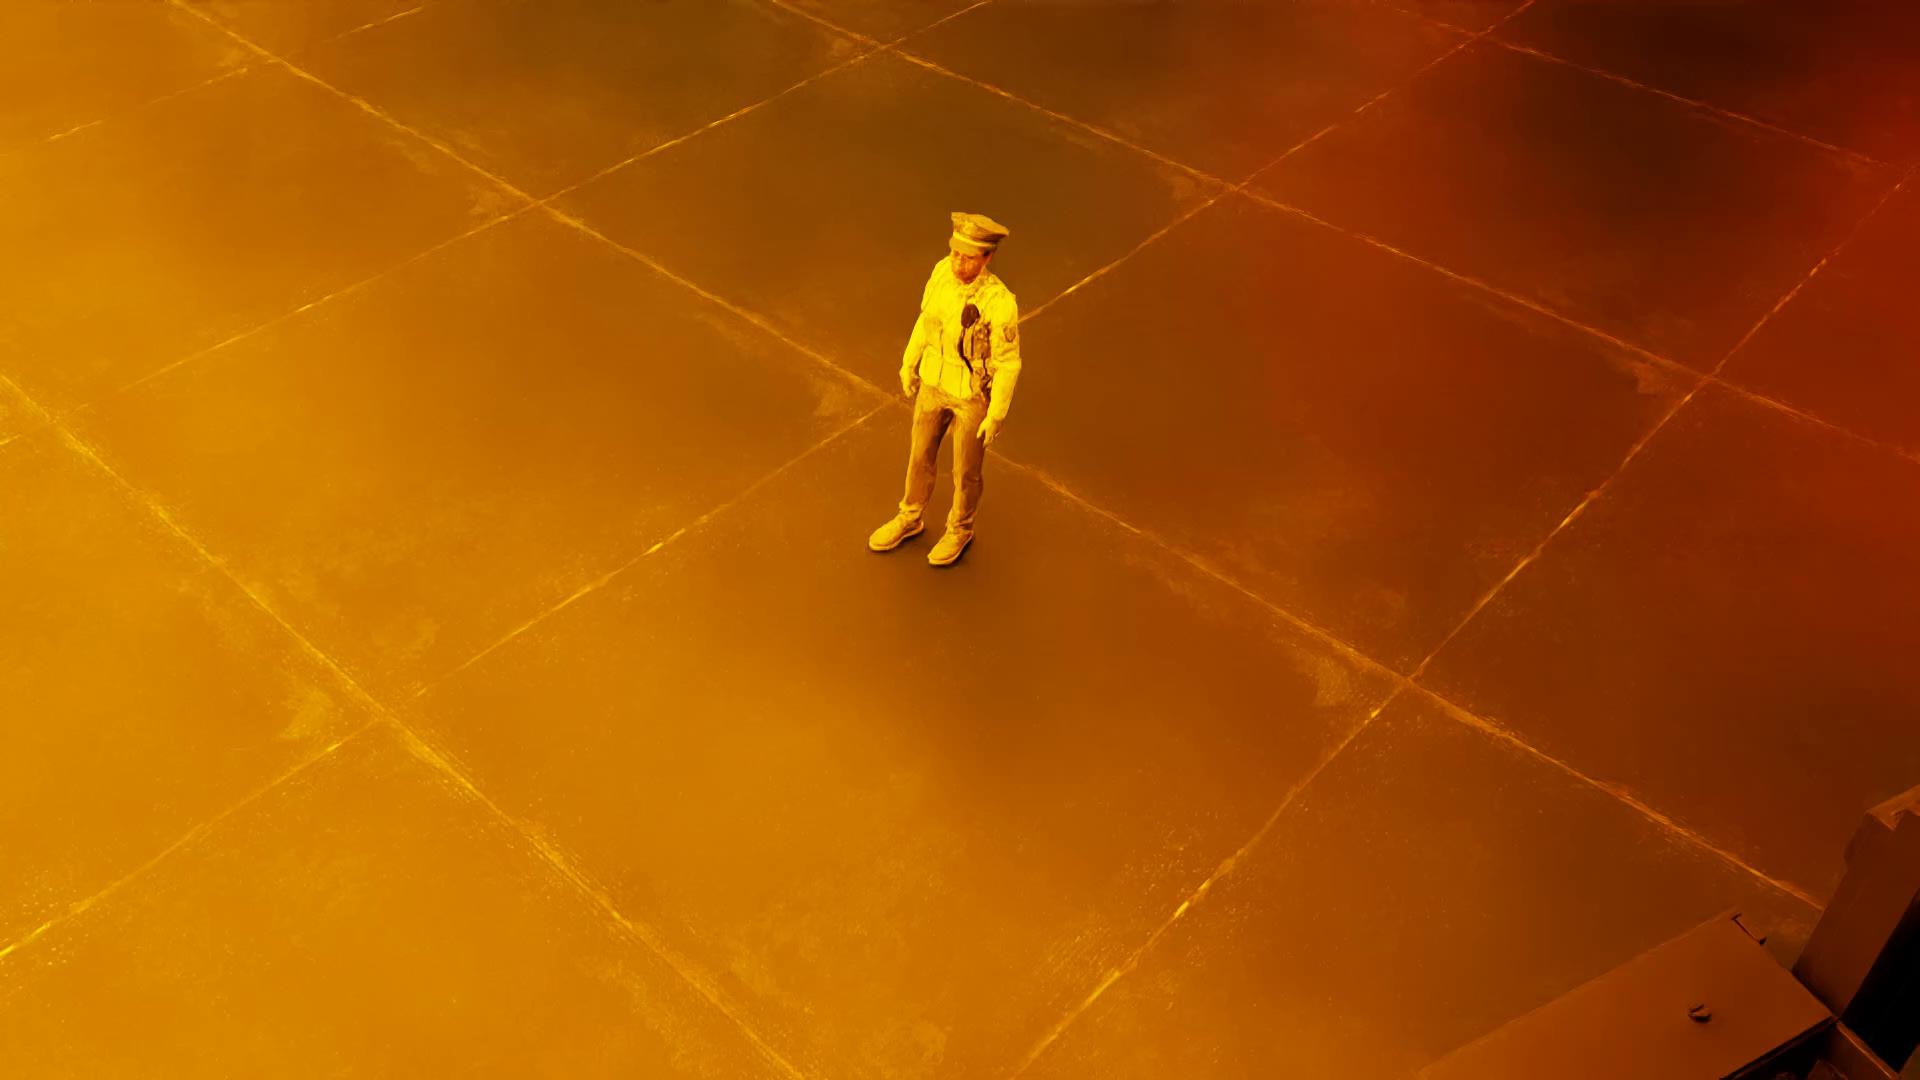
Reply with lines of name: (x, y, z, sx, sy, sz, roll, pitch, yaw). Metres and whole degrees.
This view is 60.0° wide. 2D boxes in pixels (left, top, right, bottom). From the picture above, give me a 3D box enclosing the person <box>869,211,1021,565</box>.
person: (-0.051, -0.619, 7.089, 0.586, 1.695, 0.532, 31, 49, 31)
